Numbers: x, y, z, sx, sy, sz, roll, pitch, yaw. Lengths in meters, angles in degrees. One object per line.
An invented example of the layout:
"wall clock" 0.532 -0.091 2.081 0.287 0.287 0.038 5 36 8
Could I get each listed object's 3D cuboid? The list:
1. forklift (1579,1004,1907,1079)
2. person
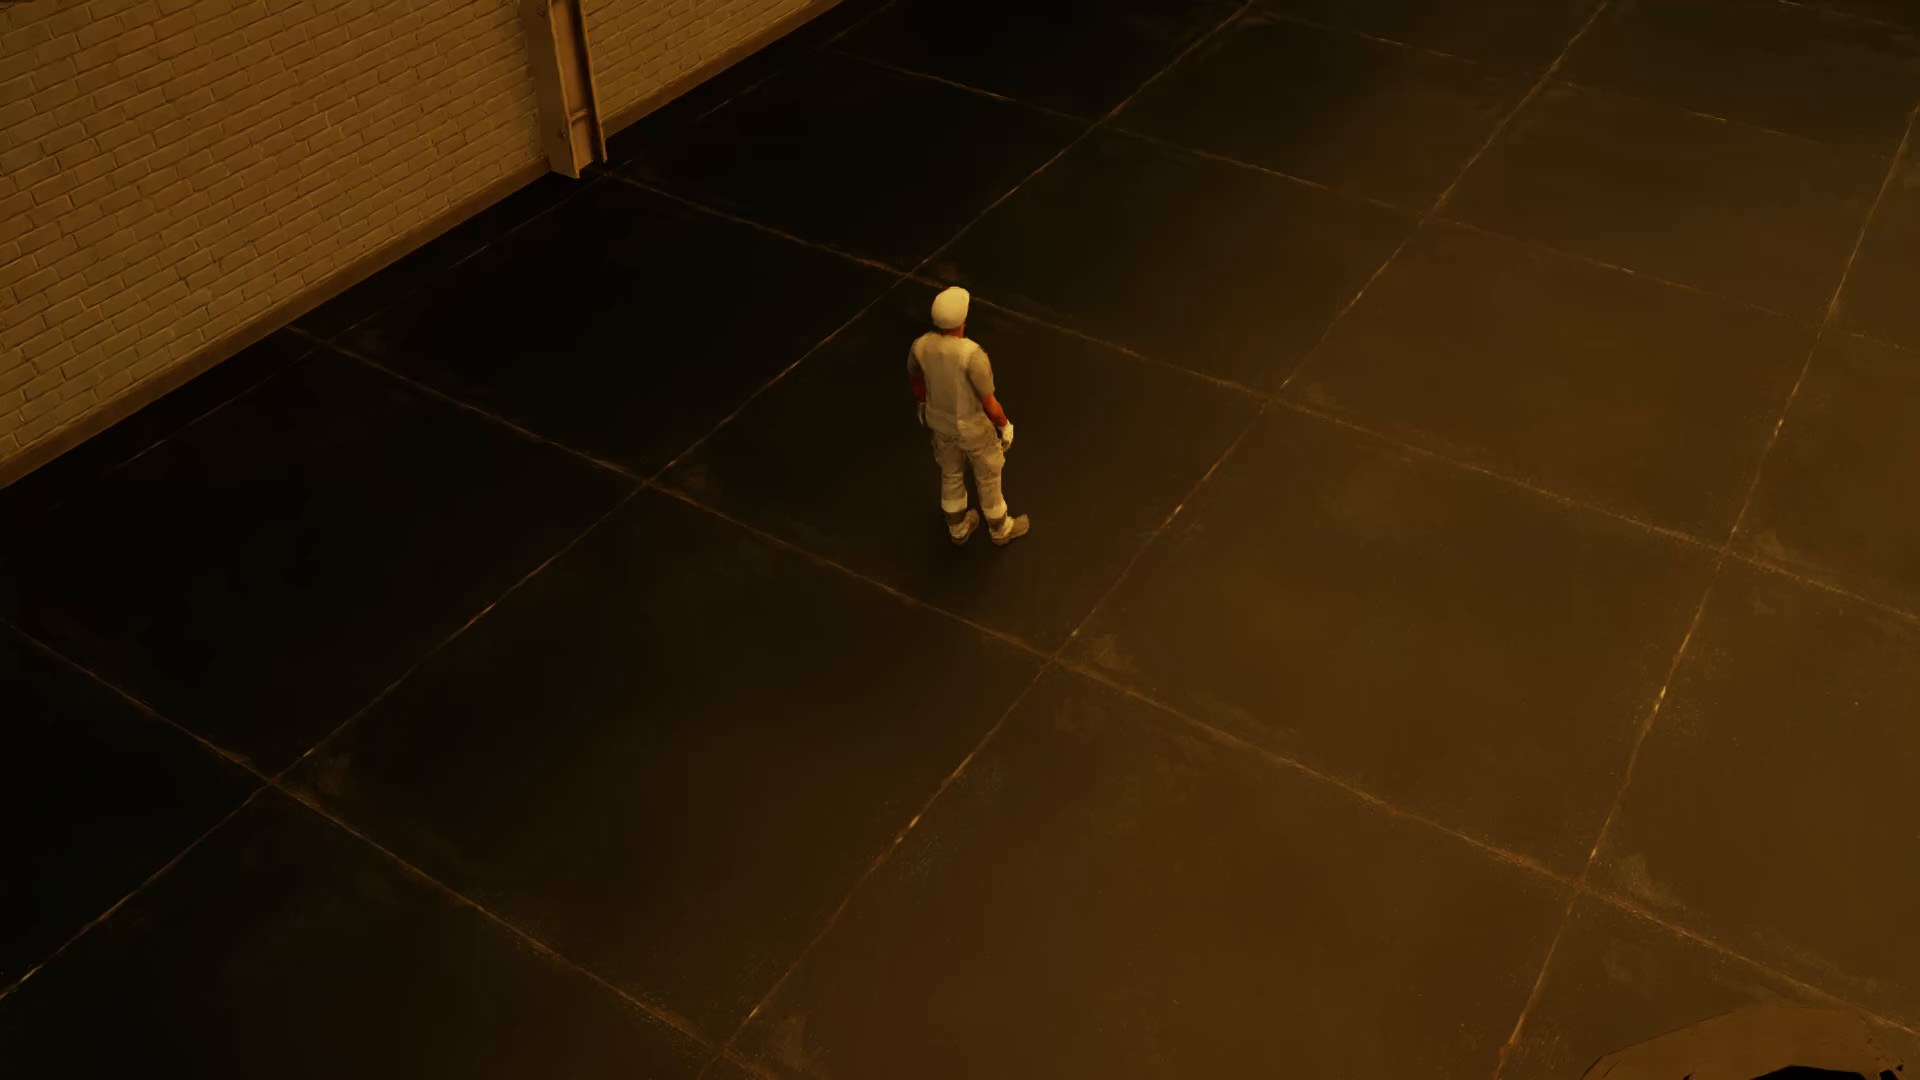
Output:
"forklift" 2.169 2.805 4.657 1.130 2.935 3.031 -13 42 -15
"person" 0.052 -0.728 9.698 0.637 1.787 0.563 22 45 24
